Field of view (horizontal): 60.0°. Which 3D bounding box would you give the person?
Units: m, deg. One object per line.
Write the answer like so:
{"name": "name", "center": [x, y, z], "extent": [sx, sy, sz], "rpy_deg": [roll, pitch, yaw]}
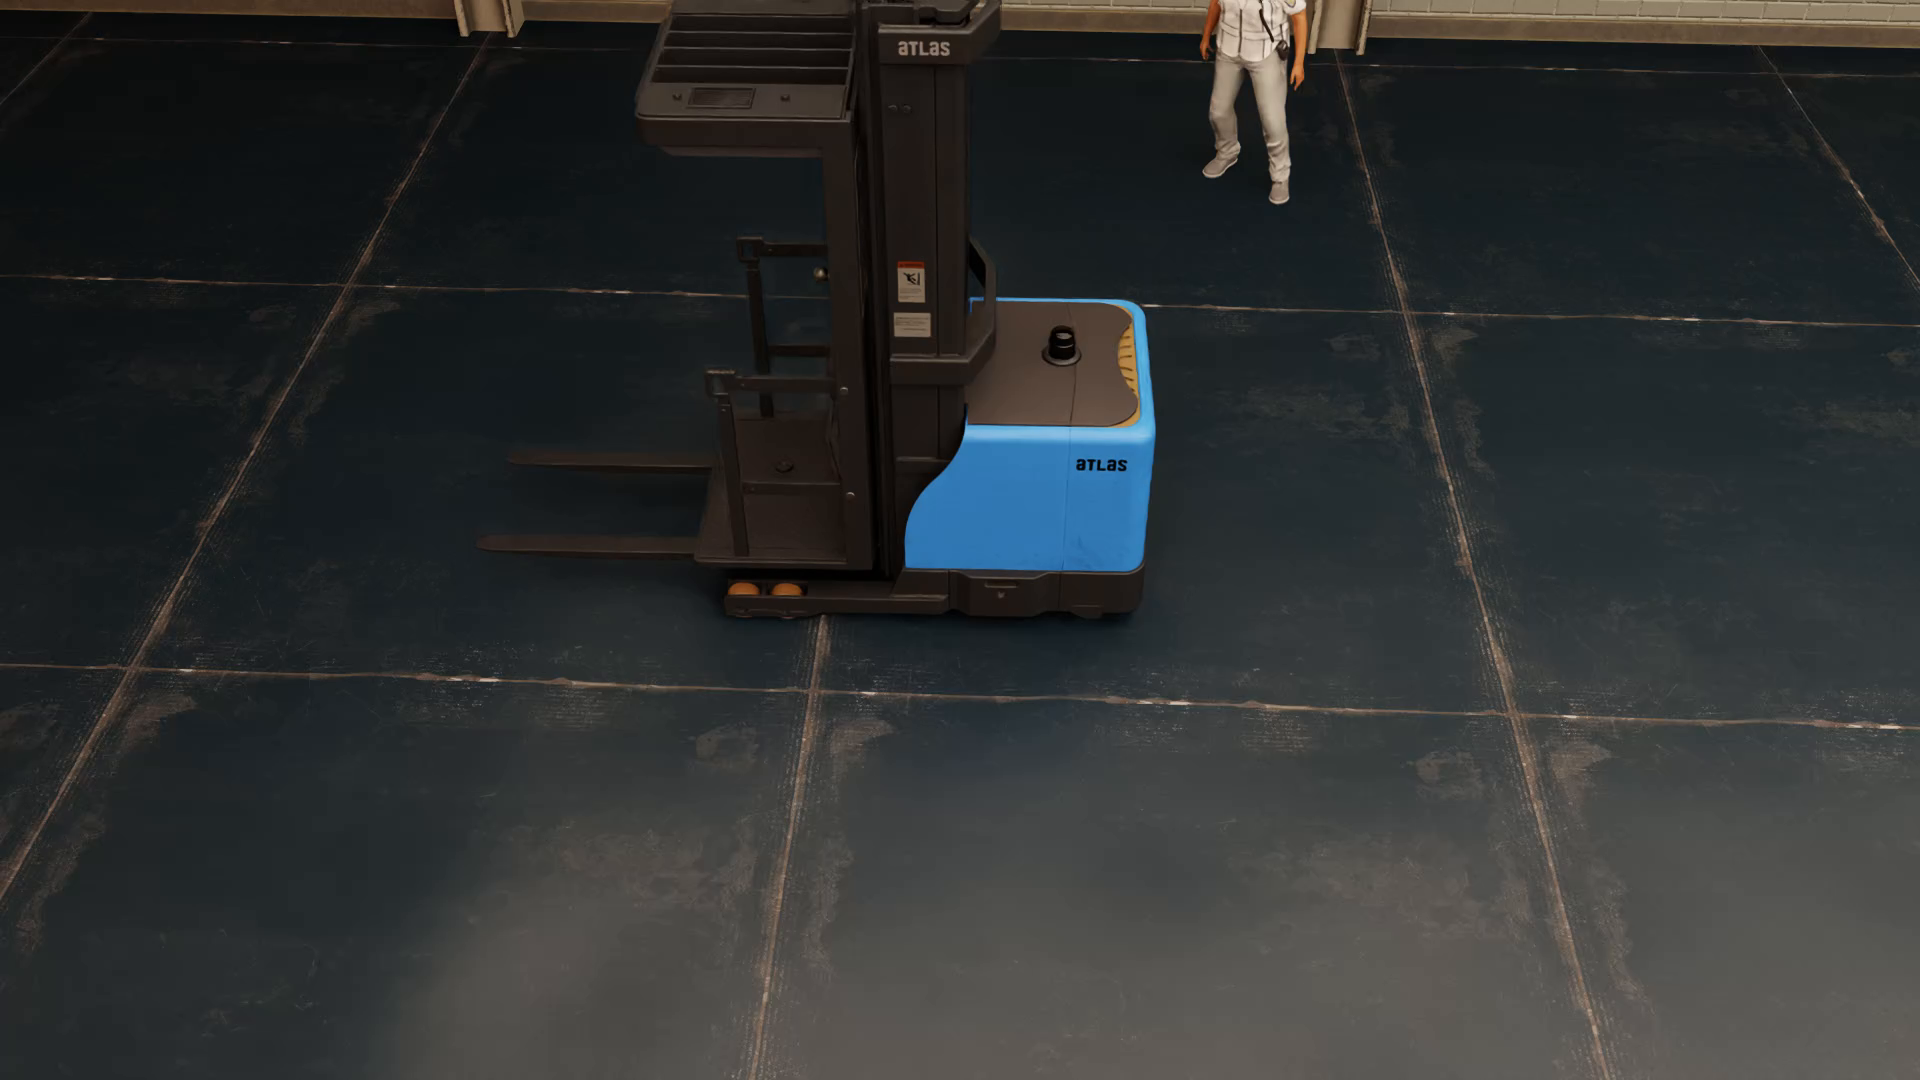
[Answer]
{"name": "person", "center": [1.739, -2.864, 9.842], "extent": [0.757, 1.640, 0.454], "rpy_deg": [23, 47, 23]}

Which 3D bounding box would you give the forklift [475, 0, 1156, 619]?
{"name": "forklift", "center": [-0.680, -1.082, 6.928], "extent": [3.031, 2.935, 1.130], "rpy_deg": [1, 42, 1]}
